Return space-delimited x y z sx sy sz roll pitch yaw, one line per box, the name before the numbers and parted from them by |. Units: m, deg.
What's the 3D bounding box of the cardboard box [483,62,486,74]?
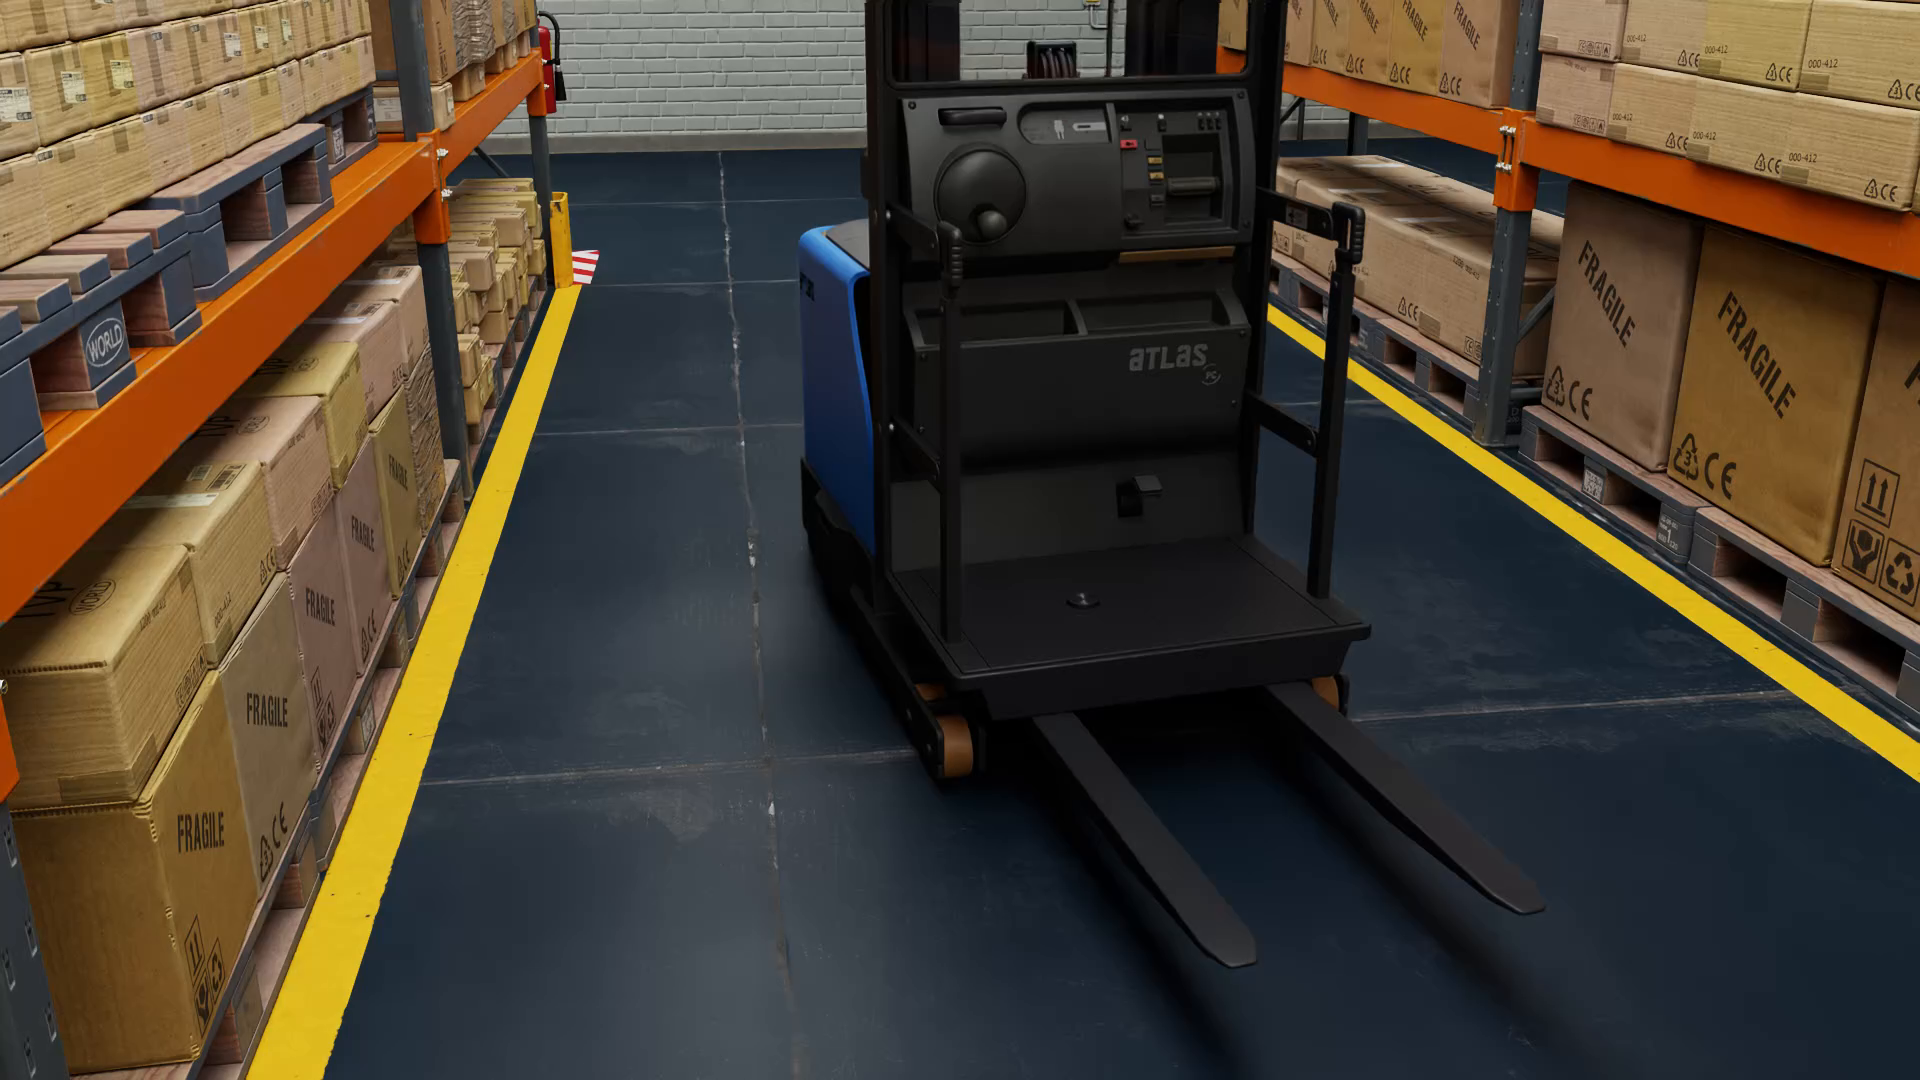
cardboard box | -2.441 -2.250 7.813 0.380 0.149 0.250 -4 21 -10

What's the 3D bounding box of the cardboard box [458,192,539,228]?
cardboard box | -2.396 -1.713 8.640 0.380 0.149 0.250 -3 21 -9

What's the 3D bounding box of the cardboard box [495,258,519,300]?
cardboard box | -2.258 -1.207 7.710 0.380 0.149 0.250 -3 21 -7

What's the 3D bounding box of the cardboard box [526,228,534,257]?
cardboard box | -2.431 -1.569 8.680 0.380 0.149 0.250 -4 21 -10

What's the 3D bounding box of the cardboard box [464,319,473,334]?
cardboard box | -2.257 -0.933 6.977 0.380 0.149 0.250 -4 21 -11

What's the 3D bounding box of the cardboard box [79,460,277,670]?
cardboard box | -1.646 0.049 3.197 0.500 0.250 0.500 -3 21 -8

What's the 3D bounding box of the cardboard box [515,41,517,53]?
cardboard box | -2.490 -2.526 8.553 0.380 0.149 0.250 -3 21 -8

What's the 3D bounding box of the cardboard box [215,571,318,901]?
cardboard box | -1.638 0.396 3.342 0.500 0.500 0.500 -3 21 -7

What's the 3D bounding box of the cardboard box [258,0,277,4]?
cardboard box | -1.893 -1.402 4.091 0.380 0.149 0.250 -4 21 -10

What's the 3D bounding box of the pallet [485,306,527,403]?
pallet | -2.600 -0.880 7.770 1.003 0.211 1.213 -3 21 -8

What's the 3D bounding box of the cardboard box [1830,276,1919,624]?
cardboard box | 3.029 -0.185 4.362 0.875 0.875 0.875 -3 21 -7

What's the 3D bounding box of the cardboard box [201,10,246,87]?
cardboard box | -1.814 -1.082 3.660 0.380 0.149 0.250 -2 21 -6

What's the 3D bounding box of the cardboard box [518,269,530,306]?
cardboard box | -2.346 -1.257 8.268 0.380 0.149 0.250 -4 21 -10

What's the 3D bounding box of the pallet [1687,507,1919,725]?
pallet | 2.959 0.176 4.942 1.003 0.211 1.213 -3 21 -8

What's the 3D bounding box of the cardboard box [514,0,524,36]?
cardboard box | -2.477 -2.782 8.309 0.500 0.500 0.500 -3 21 -9

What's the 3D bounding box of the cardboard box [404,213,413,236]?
cardboard box | -2.941 -1.593 8.319 0.380 0.149 0.250 -4 21 -10

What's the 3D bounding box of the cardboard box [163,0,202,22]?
cardboard box | -1.779 -1.130 3.362 0.380 0.149 0.250 -2 21 -6

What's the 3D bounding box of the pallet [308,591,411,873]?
pallet | -1.997 0.467 4.164 1.003 0.211 1.213 -3 21 -8

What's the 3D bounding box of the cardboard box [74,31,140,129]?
cardboard box | -1.703 -0.816 2.948 0.380 0.149 0.250 -3 21 -8

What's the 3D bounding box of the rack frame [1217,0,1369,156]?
rack frame | 2.018 -3.202 10.001 1.000 3.000 0.127 -3 21 -8

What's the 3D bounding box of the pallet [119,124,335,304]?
pallet | -2.039 -0.740 3.686 1.003 0.211 1.213 -3 21 -8

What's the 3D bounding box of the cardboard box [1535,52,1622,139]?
cardboard box | 2.397 -1.581 5.876 0.500 0.250 0.500 -3 21 -9

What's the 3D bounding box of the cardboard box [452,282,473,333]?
cardboard box | -2.115 -0.900 6.463 0.380 0.149 0.250 -2 21 -5

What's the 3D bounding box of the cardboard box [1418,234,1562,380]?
cardboard box | 2.610 -1.036 7.264 0.875 0.438 0.875 -3 21 -9

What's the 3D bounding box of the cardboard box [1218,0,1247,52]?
cardboard box | 1.803 -3.068 9.500 0.500 0.500 0.500 -3 21 -8

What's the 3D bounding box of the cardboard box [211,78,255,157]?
cardboard box | -1.807 -0.940 3.705 0.380 0.149 0.250 -4 21 -10

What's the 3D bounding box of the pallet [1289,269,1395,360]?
pallet | 2.383 -1.201 8.630 1.003 0.211 1.213 -3 21 -8

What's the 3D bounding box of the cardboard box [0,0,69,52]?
cardboard box | -1.660 -0.853 2.620 0.380 0.149 0.250 -3 21 -8

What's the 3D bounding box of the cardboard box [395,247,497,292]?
cardboard box | -2.216 -1.166 7.176 0.380 0.149 0.250 -2 21 -7

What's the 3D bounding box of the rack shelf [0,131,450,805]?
rack shelf | -2.001 -0.502 3.803 1.077 0.370 4.000 -3 21 -8

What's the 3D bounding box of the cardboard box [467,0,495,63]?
cardboard box | -2.227 -2.249 6.884 0.500 0.500 0.500 -3 21 -9

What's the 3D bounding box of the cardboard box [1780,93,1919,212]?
cardboard box | 2.594 -1.050 4.454 0.500 0.250 0.500 -3 21 -9

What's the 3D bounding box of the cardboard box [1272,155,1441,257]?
cardboard box | 2.212 -1.975 9.777 0.875 0.438 0.875 -4 21 -10

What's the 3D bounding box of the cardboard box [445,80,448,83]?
cardboard box | -2.241 -1.799 6.604 0.380 0.149 0.250 -4 21 -10

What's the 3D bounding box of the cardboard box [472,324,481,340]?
cardboard box | -2.309 -0.888 7.280 0.380 0.149 0.250 -4 21 -10

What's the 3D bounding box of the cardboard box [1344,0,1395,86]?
cardboard box | 2.108 -2.362 7.611 0.500 0.500 0.500 -3 21 -9

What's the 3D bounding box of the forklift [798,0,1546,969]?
forklift | 0.375 -0.932 4.023 1.130 2.935 3.031 -6 21 -15

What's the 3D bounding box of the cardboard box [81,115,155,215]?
cardboard box | -1.696 -0.671 2.984 0.380 0.149 0.250 -2 21 -5

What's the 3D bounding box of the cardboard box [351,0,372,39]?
cardboard box | -2.037 -1.623 5.107 0.380 0.149 0.250 -2 21 -6

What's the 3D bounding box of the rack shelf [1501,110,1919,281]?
rack shelf | 2.883 -0.787 4.565 1.077 0.370 4.000 -3 21 -8

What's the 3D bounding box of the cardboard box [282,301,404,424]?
cardboard box | -1.871 -0.485 4.629 0.500 0.250 0.500 -2 21 -5

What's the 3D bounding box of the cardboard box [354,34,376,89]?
cardboard box | -2.036 -1.483 5.160 0.380 0.149 0.250 -3 21 -9

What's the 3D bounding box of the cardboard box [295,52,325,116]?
cardboard box | -1.928 -1.220 4.455 0.380 0.149 0.250 -4 21 -11

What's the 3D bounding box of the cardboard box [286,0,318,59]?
cardboard box | -1.921 -1.351 4.380 0.380 0.149 0.250 -4 21 -10

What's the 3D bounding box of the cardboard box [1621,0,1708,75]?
cardboard box | 2.482 -1.635 5.306 0.500 0.250 0.500 -3 21 -7

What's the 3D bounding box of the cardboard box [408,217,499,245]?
cardboard box | -2.400 -1.433 7.890 0.380 0.149 0.250 -4 21 -10

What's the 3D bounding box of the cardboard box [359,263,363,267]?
cardboard box | -2.678 -1.048 6.859 0.380 0.149 0.250 -2 21 -6

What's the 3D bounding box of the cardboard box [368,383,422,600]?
cardboard box | -1.860 -0.136 4.767 0.500 0.500 0.500 -3 21 -9

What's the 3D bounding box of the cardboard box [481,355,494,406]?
cardboard box | -2.062 -0.628 6.584 0.380 0.149 0.250 -2 21 -6
